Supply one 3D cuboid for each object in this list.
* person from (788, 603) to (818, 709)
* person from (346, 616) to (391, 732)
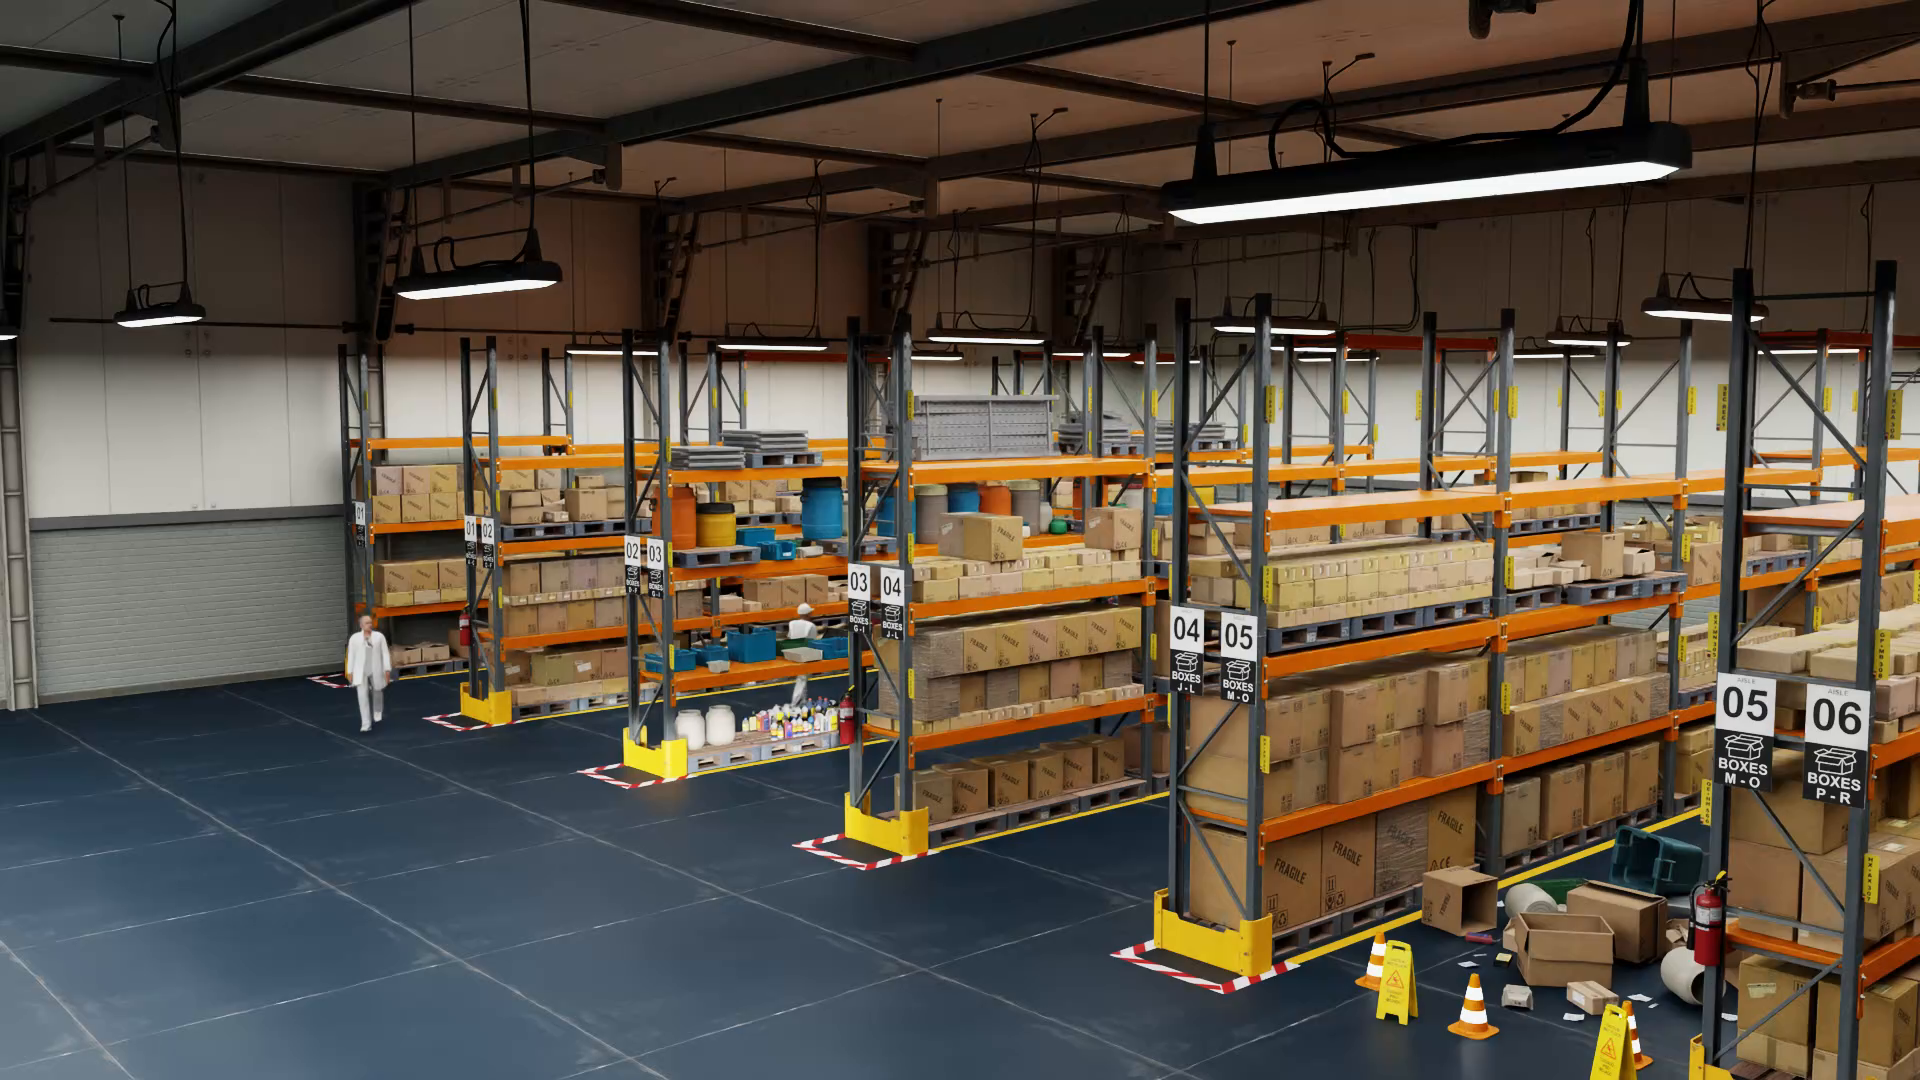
[{"bbox_3d":[-2.512,1.918,26.552,0.602,1.819,0.556,4,6,37],"label":"person"},{"bbox_3d":[-9.028,2.012,25.400,0.653,1.736,1.070,-1,5,-14],"label":"person"}]
